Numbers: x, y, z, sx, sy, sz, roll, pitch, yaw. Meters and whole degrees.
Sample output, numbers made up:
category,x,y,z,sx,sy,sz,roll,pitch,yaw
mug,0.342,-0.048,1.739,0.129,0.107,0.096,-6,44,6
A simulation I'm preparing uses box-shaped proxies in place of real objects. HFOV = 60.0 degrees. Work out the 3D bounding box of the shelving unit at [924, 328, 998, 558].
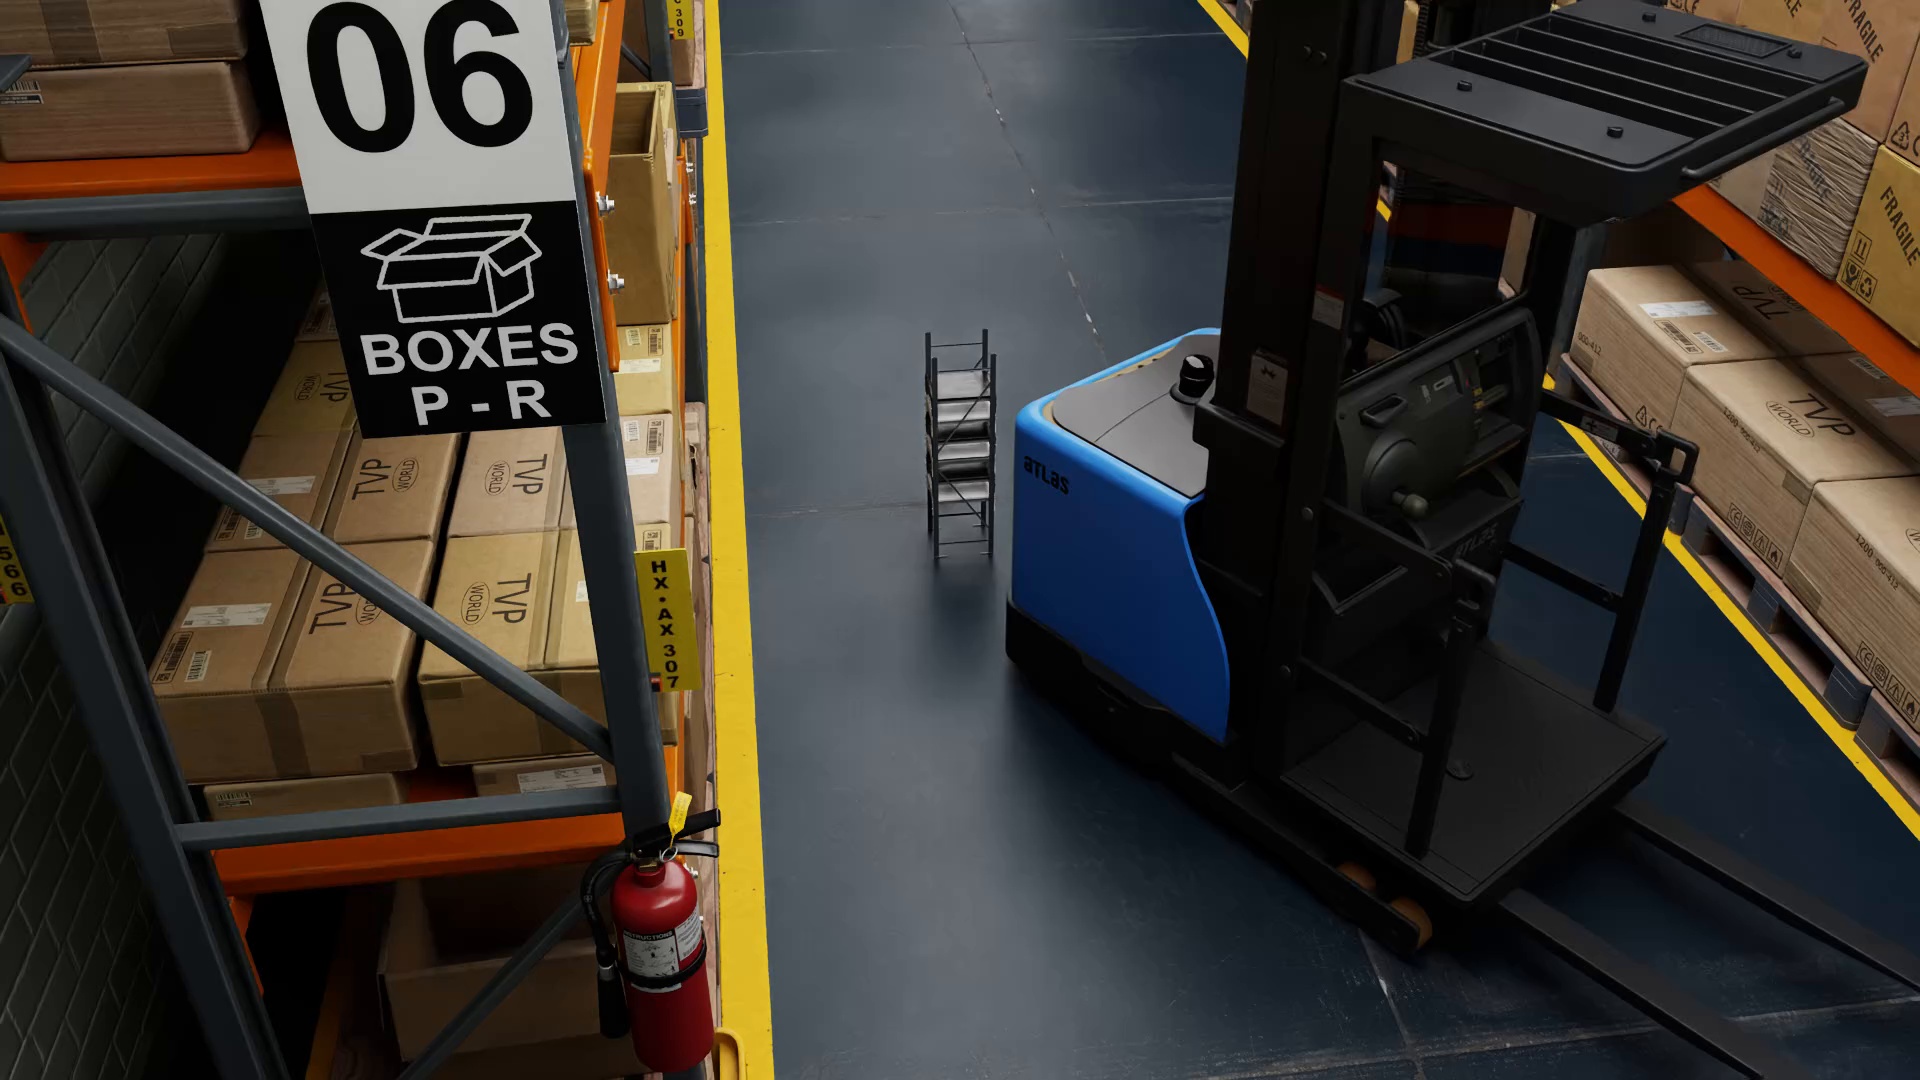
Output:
category,x,y,z,sx,sy,sz,roll,pitch,yaw
shelving unit,0.001,-0.367,6.490,0.258,0.900,0.210,-4,35,-6

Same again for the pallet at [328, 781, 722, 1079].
category,x,y,z,sx,sy,sz,roll,pitch,yaw
pallet,-1.201,1.218,4.776,1.003,0.211,1.213,-4,35,-6

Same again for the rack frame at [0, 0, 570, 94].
category,x,y,z,sx,sy,sz,roll,pitch,yaw
rack frame,-1.082,-1.927,1.586,1.000,3.000,0.127,-4,35,-6

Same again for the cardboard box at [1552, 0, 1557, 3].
category,x,y,z,sx,sy,sz,roll,pitch,yaw
cardboard box,2.923,-2.708,7.750,0.500,0.250,0.500,-4,34,-5

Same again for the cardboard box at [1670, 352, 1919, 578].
category,x,y,z,sx,sy,sz,roll,pitch,yaw
cardboard box,3.397,-0.314,6.450,0.875,0.438,0.875,-5,35,-8

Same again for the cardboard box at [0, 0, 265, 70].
category,x,y,z,sx,sy,sz,roll,pitch,yaw
cardboard box,-1.412,-0.976,2.723,0.500,0.250,0.500,-5,35,-7

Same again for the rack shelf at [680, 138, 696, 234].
category,x,y,z,sx,sy,sz,roll,pitch,yaw
rack shelf,-1.889,-2.498,8.391,1.077,0.370,4.000,-4,35,-6

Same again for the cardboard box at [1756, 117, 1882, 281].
category,x,y,z,sx,sy,sz,roll,pitch,yaw
cardboard box,3.226,-1.258,5.844,0.500,0.500,0.500,-4,34,-6

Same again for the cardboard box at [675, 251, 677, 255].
category,x,y,z,sx,sy,sz,roll,pitch,yaw
cardboard box,-1.212,-1.130,5.968,0.380,0.149,0.250,-4,34,-5

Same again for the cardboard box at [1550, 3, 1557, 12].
category,x,y,z,sx,sy,sz,roll,pitch,yaw
cardboard box,2.920,-2.511,7.904,0.500,0.250,0.500,-5,35,-7

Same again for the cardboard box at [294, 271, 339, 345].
category,x,y,z,sx,sy,sz,roll,pitch,yaw
cardboard box,-1.607,-0.601,4.838,0.500,0.250,0.500,-4,35,-6

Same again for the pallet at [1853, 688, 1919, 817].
category,x,y,z,sx,sy,sz,roll,pitch,yaw
pallet,3.651,0.887,5.262,1.003,0.211,1.213,-4,35,-6

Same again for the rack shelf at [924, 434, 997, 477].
category,x,y,z,sx,sy,sz,roll,pitch,yaw
rack shelf,0.001,-0.340,6.509,0.258,0.077,0.200,-4,35,-6

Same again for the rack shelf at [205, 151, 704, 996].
category,x,y,z,sx,sy,sz,roll,pitch,yaw
rack shelf,-1.351,-0.266,5.116,1.077,0.370,4.000,-4,35,-6

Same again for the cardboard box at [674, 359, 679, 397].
category,x,y,z,sx,sy,sz,roll,pitch,yaw
cardboard box,-1.034,-0.416,4.920,0.380,0.149,0.250,-4,34,-5

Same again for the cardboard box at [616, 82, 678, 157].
category,x,y,z,sx,sy,sz,roll,pitch,yaw
cardboard box,-1.310,-1.475,6.120,0.500,0.250,0.500,-4,34,-5

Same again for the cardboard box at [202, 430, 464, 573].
category,x,y,z,sx,sy,sz,roll,pitch,yaw
cardboard box,-1.475,-0.033,4.004,0.500,0.250,0.500,-4,35,-6

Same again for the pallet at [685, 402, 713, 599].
category,x,y,z,sx,sy,sz,roll,pitch,yaw
pallet,-1.529,-0.144,6.774,1.003,0.211,1.213,-4,35,-6

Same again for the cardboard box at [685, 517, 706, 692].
category,x,y,z,sx,sy,sz,roll,pitch,yaw
cardboard box,-1.119,0.281,5.521,0.500,0.500,0.500,-4,34,-5

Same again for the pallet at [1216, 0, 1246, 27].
category,x,y,z,sx,sy,sz,roll,pitch,yaw
pallet,2.495,-4.253,12.803,1.003,0.211,1.213,-4,35,-6

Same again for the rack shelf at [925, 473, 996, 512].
category,x,y,z,sx,sy,sz,roll,pitch,yaw
rack shelf,0.001,-0.191,6.610,0.258,0.077,0.200,-4,35,-6

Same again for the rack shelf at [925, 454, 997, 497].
category,x,y,z,sx,sy,sz,roll,pitch,yaw
rack shelf,0.001,-0.265,6.559,0.258,0.077,0.200,-4,35,-6

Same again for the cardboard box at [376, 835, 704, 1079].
category,x,y,z,sx,sy,sz,roll,pitch,yaw
cardboard box,-1.071,1.062,4.372,0.797,0.503,0.637,-6,35,-8

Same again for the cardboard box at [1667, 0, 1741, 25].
category,x,y,z,sx,sy,sz,roll,pitch,yaw
cardboard box,3.122,-2.228,6.379,0.500,0.500,0.500,-4,34,-6

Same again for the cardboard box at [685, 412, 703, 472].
category,x,y,z,sx,sy,sz,roll,pitch,yaw
cardboard box,-1.254,-0.386,6.812,0.380,0.149,0.250,-5,35,-8

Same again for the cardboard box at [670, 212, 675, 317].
category,x,y,z,sx,sy,sz,roll,pitch,yaw
cardboard box,-1.174,-0.917,5.301,0.500,0.250,0.500,-5,35,-7

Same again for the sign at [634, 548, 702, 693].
category,x,y,z,sx,sy,sz,roll,pitch,yaw
sign,-0.545,0.154,3.092,0.100,0.325,0.005,-4,35,-6

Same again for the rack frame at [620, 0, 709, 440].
category,x,y,z,sx,sy,sz,roll,pitch,yaw
rack frame,-1.620,-1.680,6.551,1.000,3.000,0.127,-4,35,-6

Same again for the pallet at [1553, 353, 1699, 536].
category,x,y,z,sx,sy,sz,roll,pitch,yaw
pallet,3.323,-0.475,7.260,1.003,0.211,1.213,-4,35,-6

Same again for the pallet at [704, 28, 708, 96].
category,x,y,z,sx,sy,sz,roll,pitch,yaw
pallet,-2.230,-3.222,11.290,1.003,0.211,1.213,-4,35,-6

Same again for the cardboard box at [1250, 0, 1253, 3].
category,x,y,z,sx,sy,sz,roll,pitch,yaw
cardboard box,2.587,-4.105,12.070,0.950,0.372,0.625,-5,35,-7

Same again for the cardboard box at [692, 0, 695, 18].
category,x,y,z,sx,sy,sz,roll,pitch,yaw
cardboard box,-1.533,-2.470,7.250,0.700,0.500,0.500,-4,34,-6

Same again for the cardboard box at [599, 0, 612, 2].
category,x,y,z,sx,sy,sz,roll,pitch,yaw
cardboard box,-0.905,-1.214,3.428,0.380,0.149,0.250,-4,34,-5

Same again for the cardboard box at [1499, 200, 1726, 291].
category,x,y,z,sx,sy,sz,roll,pitch,yaw
cardboard box,3.135,-1.693,8.085,0.875,0.875,0.875,-3,34,-5

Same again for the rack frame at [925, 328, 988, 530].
category,x,y,z,sx,sy,sz,roll,pitch,yaw
rack frame,-0.013,-0.424,6.573,0.240,0.900,0.006,-4,35,-6

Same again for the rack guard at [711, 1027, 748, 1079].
category,x,y,z,sx,sy,sz,roll,pitch,yaw
rack guard,-1.093,1.543,4.042,1.175,0.500,0.348,-4,35,-6

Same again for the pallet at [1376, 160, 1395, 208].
category,x,y,z,sx,sy,sz,roll,pitch,yaw
pallet,2.952,-2.013,9.516,1.003,0.211,1.213,-4,35,-6

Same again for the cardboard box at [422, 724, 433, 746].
category,x,y,z,sx,sy,sz,roll,pitch,yaw
cardboard box,-1.366,0.345,3.803,0.380,0.149,0.250,-3,34,-5

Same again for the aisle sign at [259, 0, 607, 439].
category,x,y,z,sx,sy,sz,roll,pitch,yaw
aisle sign,-0.782,-0.506,2.520,0.394,0.787,0.004,-4,35,-6

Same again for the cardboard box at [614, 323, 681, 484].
category,x,y,z,sx,sy,sz,roll,pitch,yaw
cardboard box,-1.016,-0.346,4.463,0.500,0.250,0.500,-5,35,-7

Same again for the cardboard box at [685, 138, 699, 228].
category,x,y,z,sx,sy,sz,roll,pitch,yaw
cardboard box,-1.670,-1.972,8.827,0.500,0.500,0.500,-6,35,-8

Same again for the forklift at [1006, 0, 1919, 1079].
category,x,y,z,sx,sy,sz,roll,pitch,yaw
forklift,1.510,-0.307,4.598,1.130,2.935,3.031,-26,42,-33

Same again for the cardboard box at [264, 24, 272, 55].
category,x,y,z,sx,sy,sz,roll,pitch,yaw
cardboard box,-1.451,-0.887,2.947,0.380,0.149,0.250,-4,34,-6

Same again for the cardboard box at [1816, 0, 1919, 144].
category,x,y,z,sx,sy,sz,roll,pitch,yaw
cardboard box,3.241,-1.659,5.544,0.500,0.500,0.500,-4,34,-5

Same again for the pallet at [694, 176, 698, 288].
category,x,y,z,sx,sy,sz,roll,pitch,yaw
pallet,-1.934,-1.661,8.999,1.003,0.211,1.213,-4,35,-6
